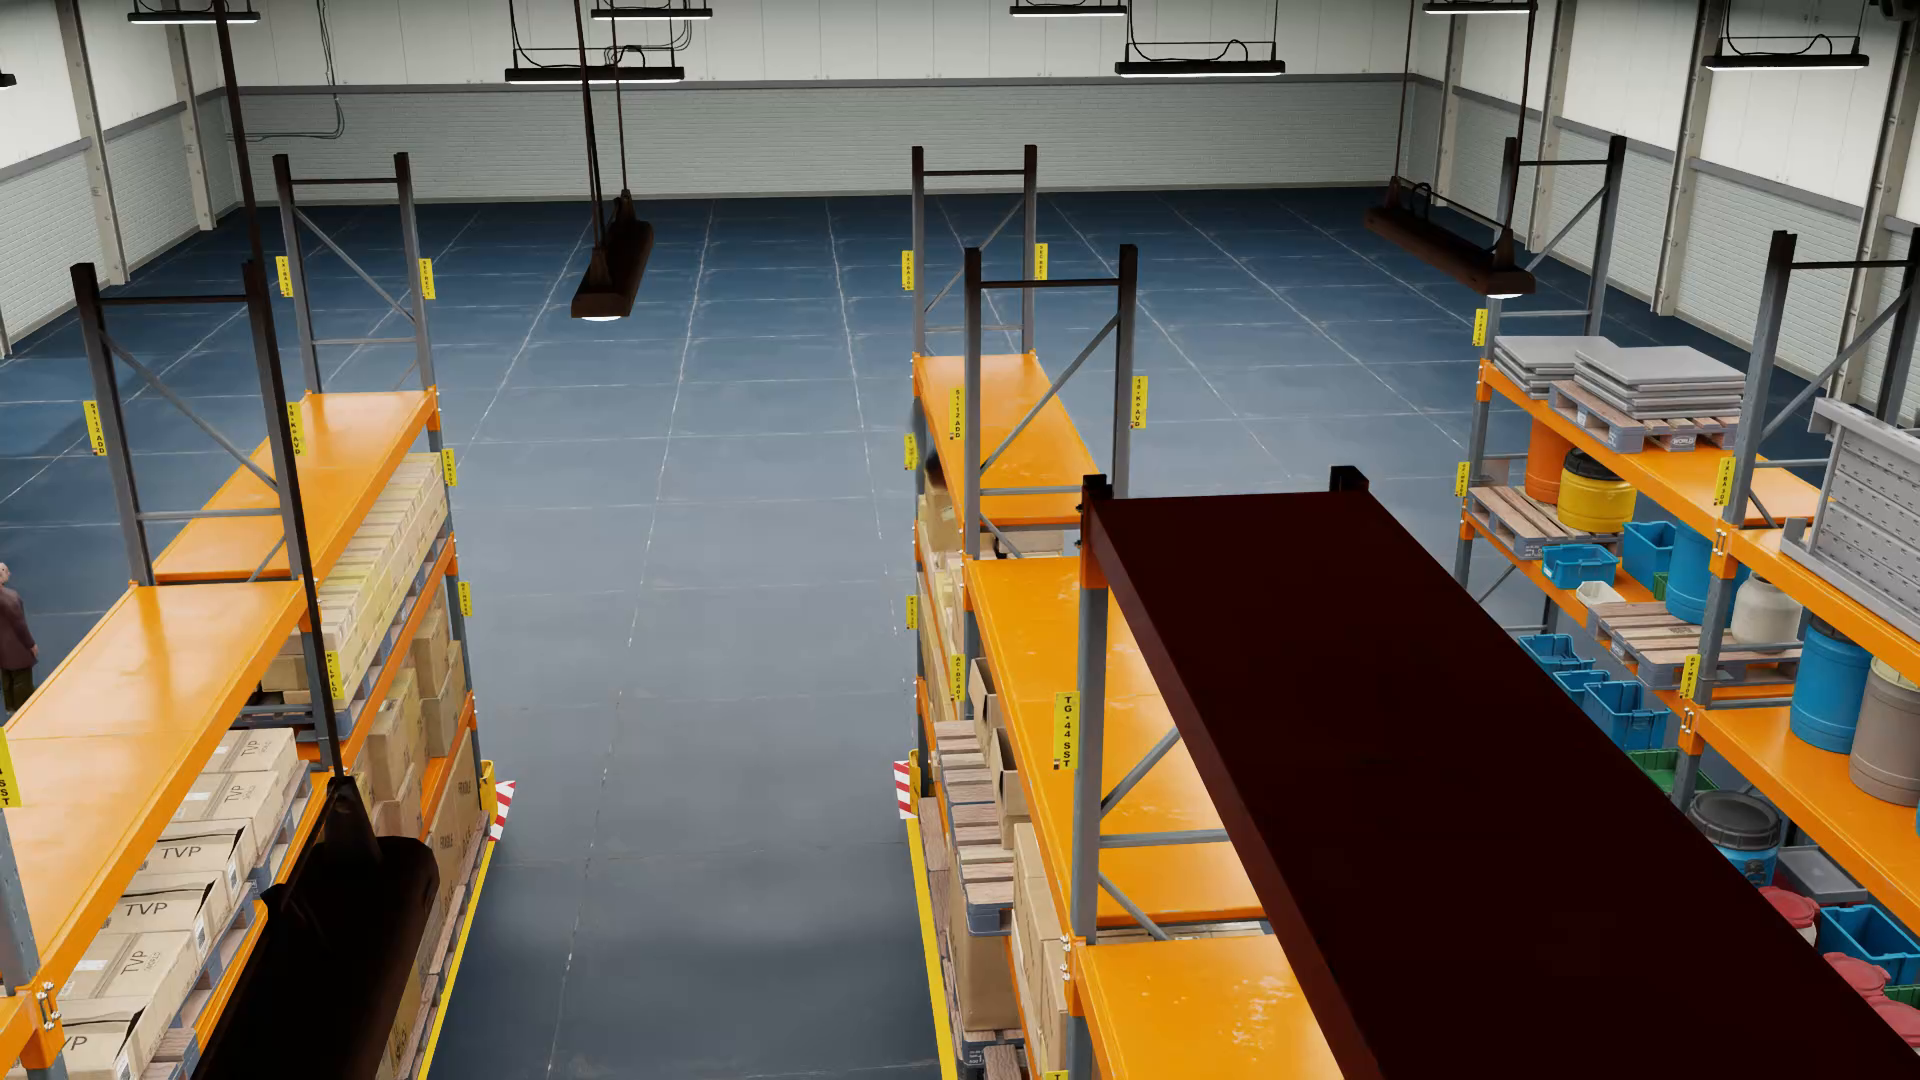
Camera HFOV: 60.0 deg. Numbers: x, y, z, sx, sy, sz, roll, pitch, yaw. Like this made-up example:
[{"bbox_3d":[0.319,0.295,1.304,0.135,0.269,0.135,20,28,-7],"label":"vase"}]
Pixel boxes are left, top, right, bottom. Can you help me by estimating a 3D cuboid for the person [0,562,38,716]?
[{"bbox_3d":[-9.470,1.013,16.683,0.660,1.804,0.456,11,24,26],"label":"person"}]
